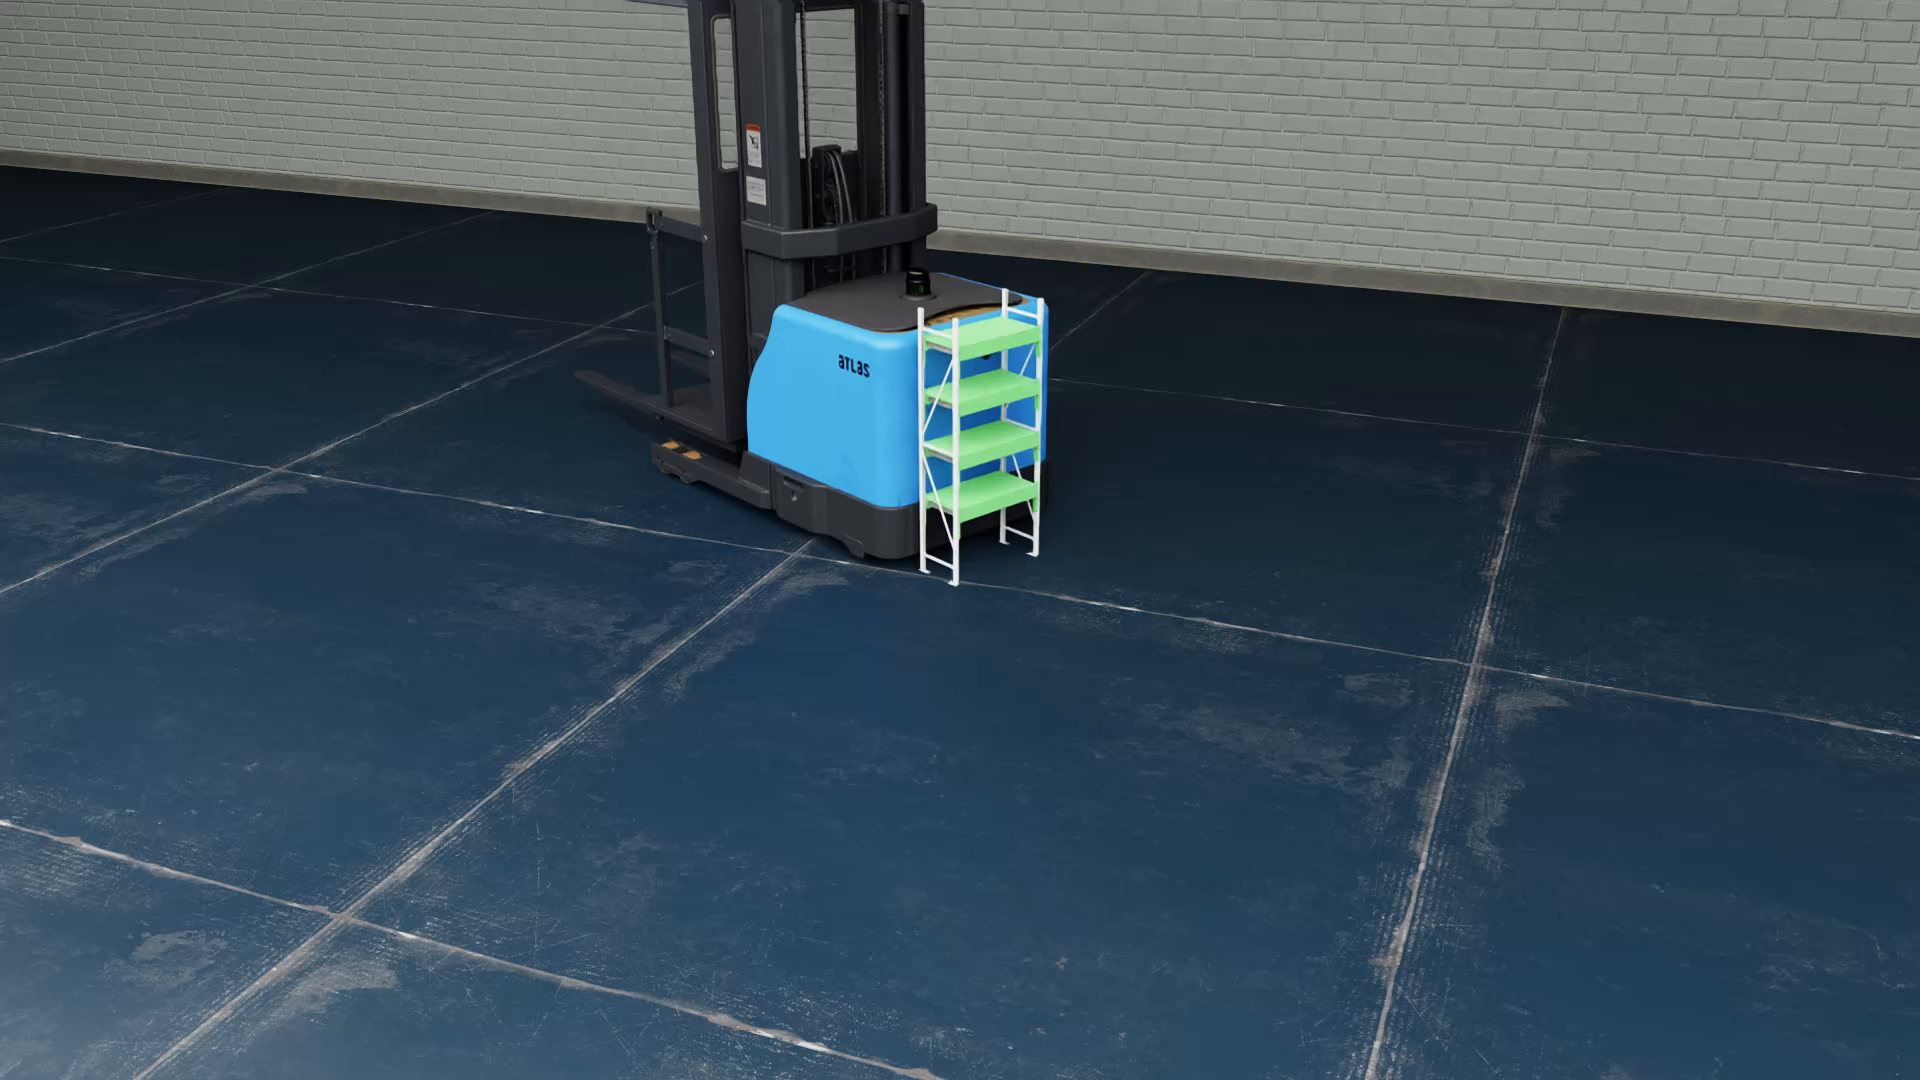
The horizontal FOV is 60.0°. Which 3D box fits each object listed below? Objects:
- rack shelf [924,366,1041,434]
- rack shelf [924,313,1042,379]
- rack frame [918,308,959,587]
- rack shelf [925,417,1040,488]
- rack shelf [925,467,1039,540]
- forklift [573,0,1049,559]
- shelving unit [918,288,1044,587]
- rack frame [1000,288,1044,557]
[{"bbox_3d":[0.091,-0.610,7.196,0.480,0.148,0.258,-19,29,-38],"label":"rack shelf"},{"bbox_3d":[0.091,-0.831,7.103,0.480,0.148,0.258,-19,29,-38],"label":"rack shelf"},{"bbox_3d":[-0.090,-0.384,7.113,0.015,1.200,0.240,-19,29,-38],"label":"rack frame"},{"bbox_3d":[0.090,-0.388,7.288,0.480,0.148,0.258,-19,29,-38],"label":"rack shelf"},{"bbox_3d":[0.090,-0.167,7.381,0.480,0.148,0.258,-19,29,-38],"label":"rack shelf"},{"bbox_3d":[-0.938,-1.752,8.141,1.130,2.935,3.031,-19,29,-38],"label":"forklift"},{"bbox_3d":[0.090,-0.447,7.264,0.503,1.200,0.258,-19,29,-38],"label":"shelving unit"},{"bbox_3d":[0.271,-0.510,7.415,0.015,1.200,0.240,-19,29,-38],"label":"rack frame"}]
